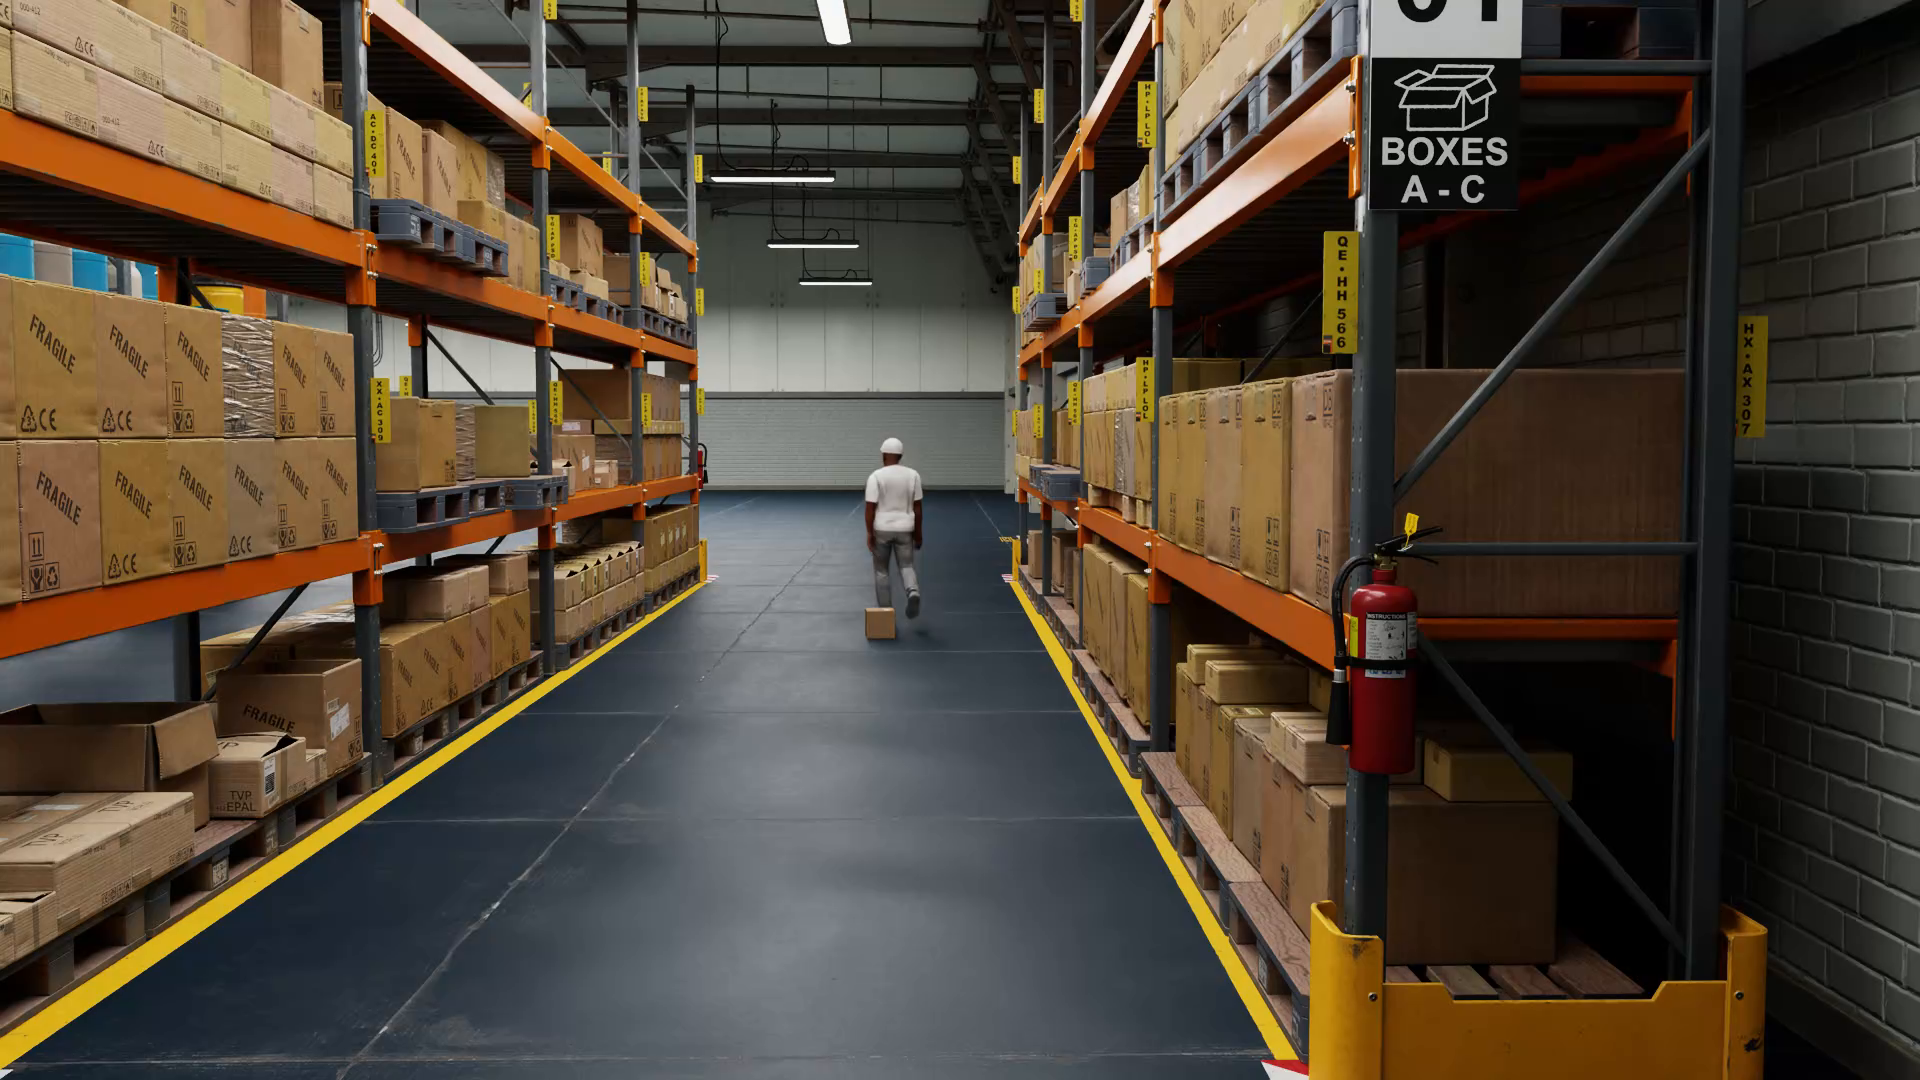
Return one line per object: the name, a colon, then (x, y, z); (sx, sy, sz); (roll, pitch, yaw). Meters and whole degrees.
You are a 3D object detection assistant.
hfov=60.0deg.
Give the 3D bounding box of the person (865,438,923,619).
person: (-0.614, -0.084, 15.674); (0.575, 1.750, 0.772); (-1, 4, -17)
